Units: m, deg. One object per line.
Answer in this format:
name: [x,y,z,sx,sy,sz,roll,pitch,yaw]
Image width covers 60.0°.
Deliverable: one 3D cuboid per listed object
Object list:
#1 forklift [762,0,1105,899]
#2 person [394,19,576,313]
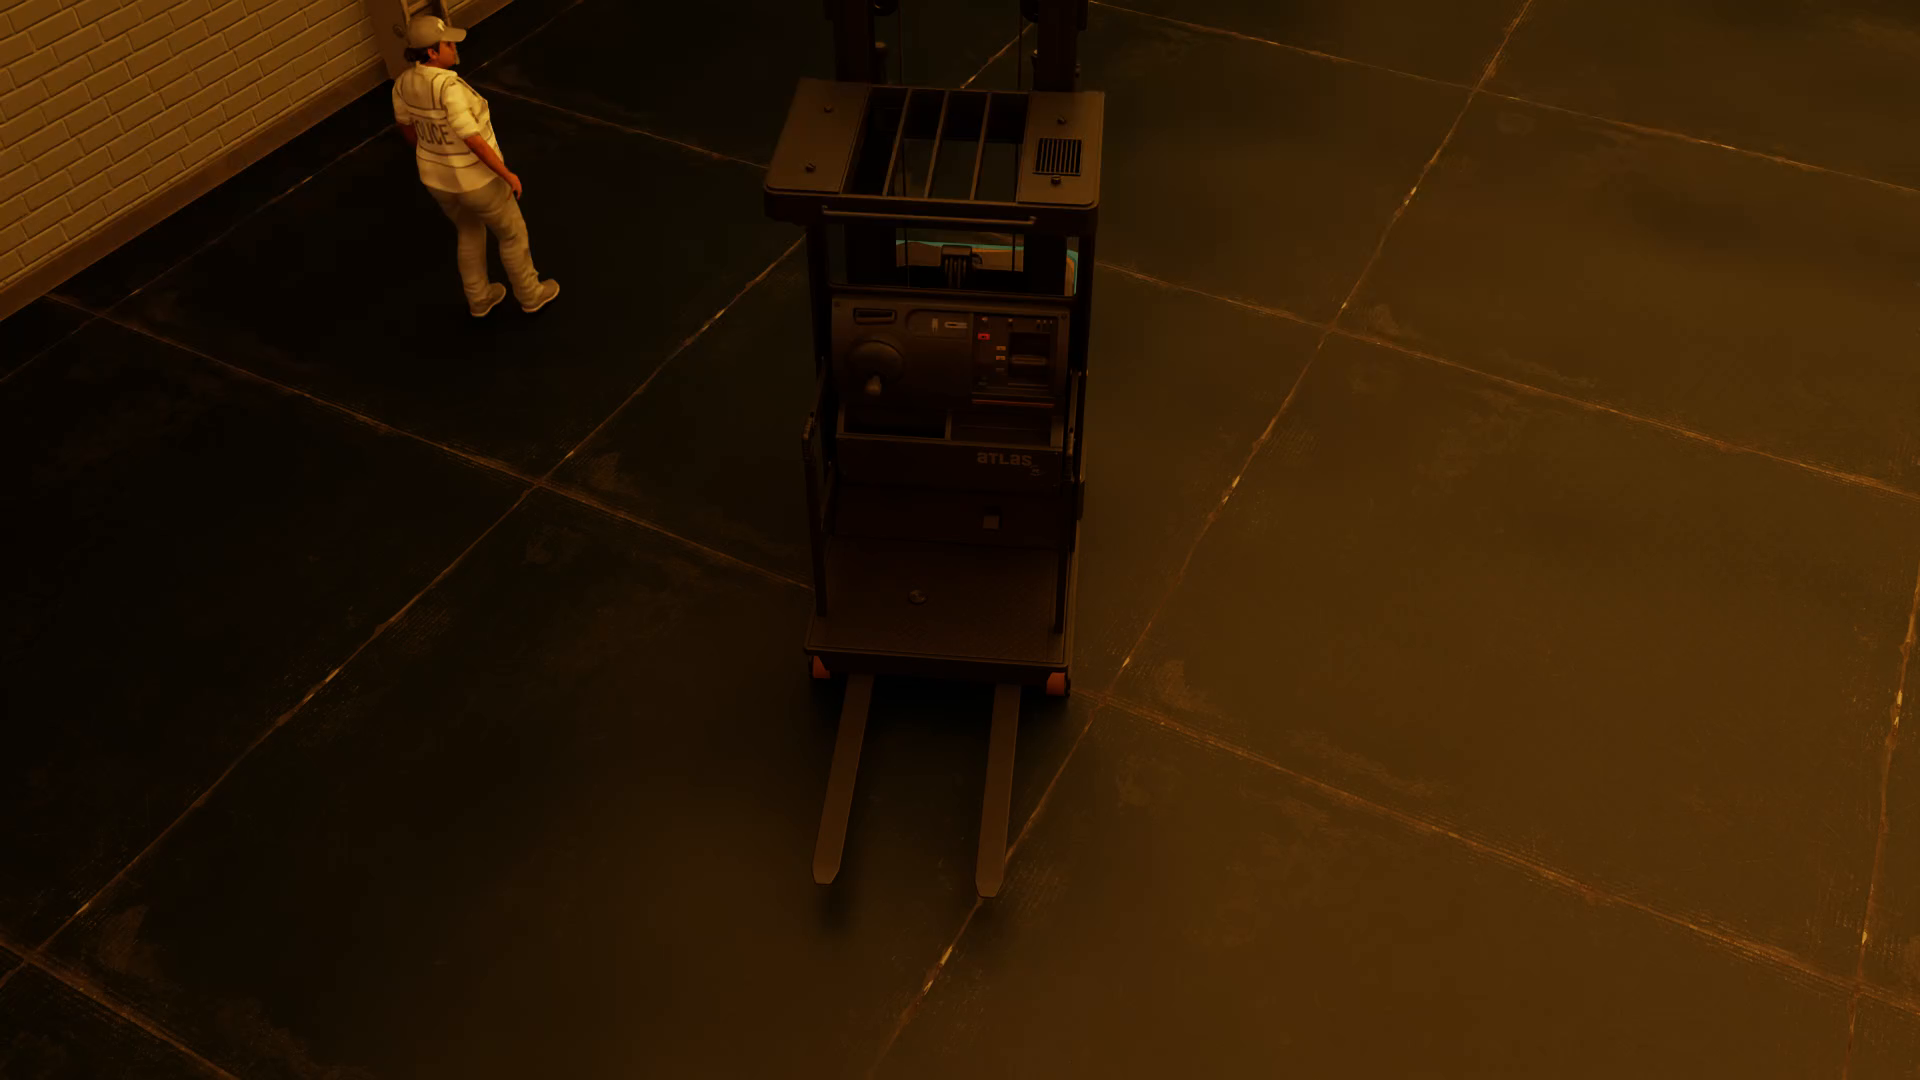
forklift: [-0.059,-0.651,6.345,1.130,2.935,3.031,4,43,4]
person: [-2.475,-1.912,8.538,0.596,1.670,0.530,18,46,18]
